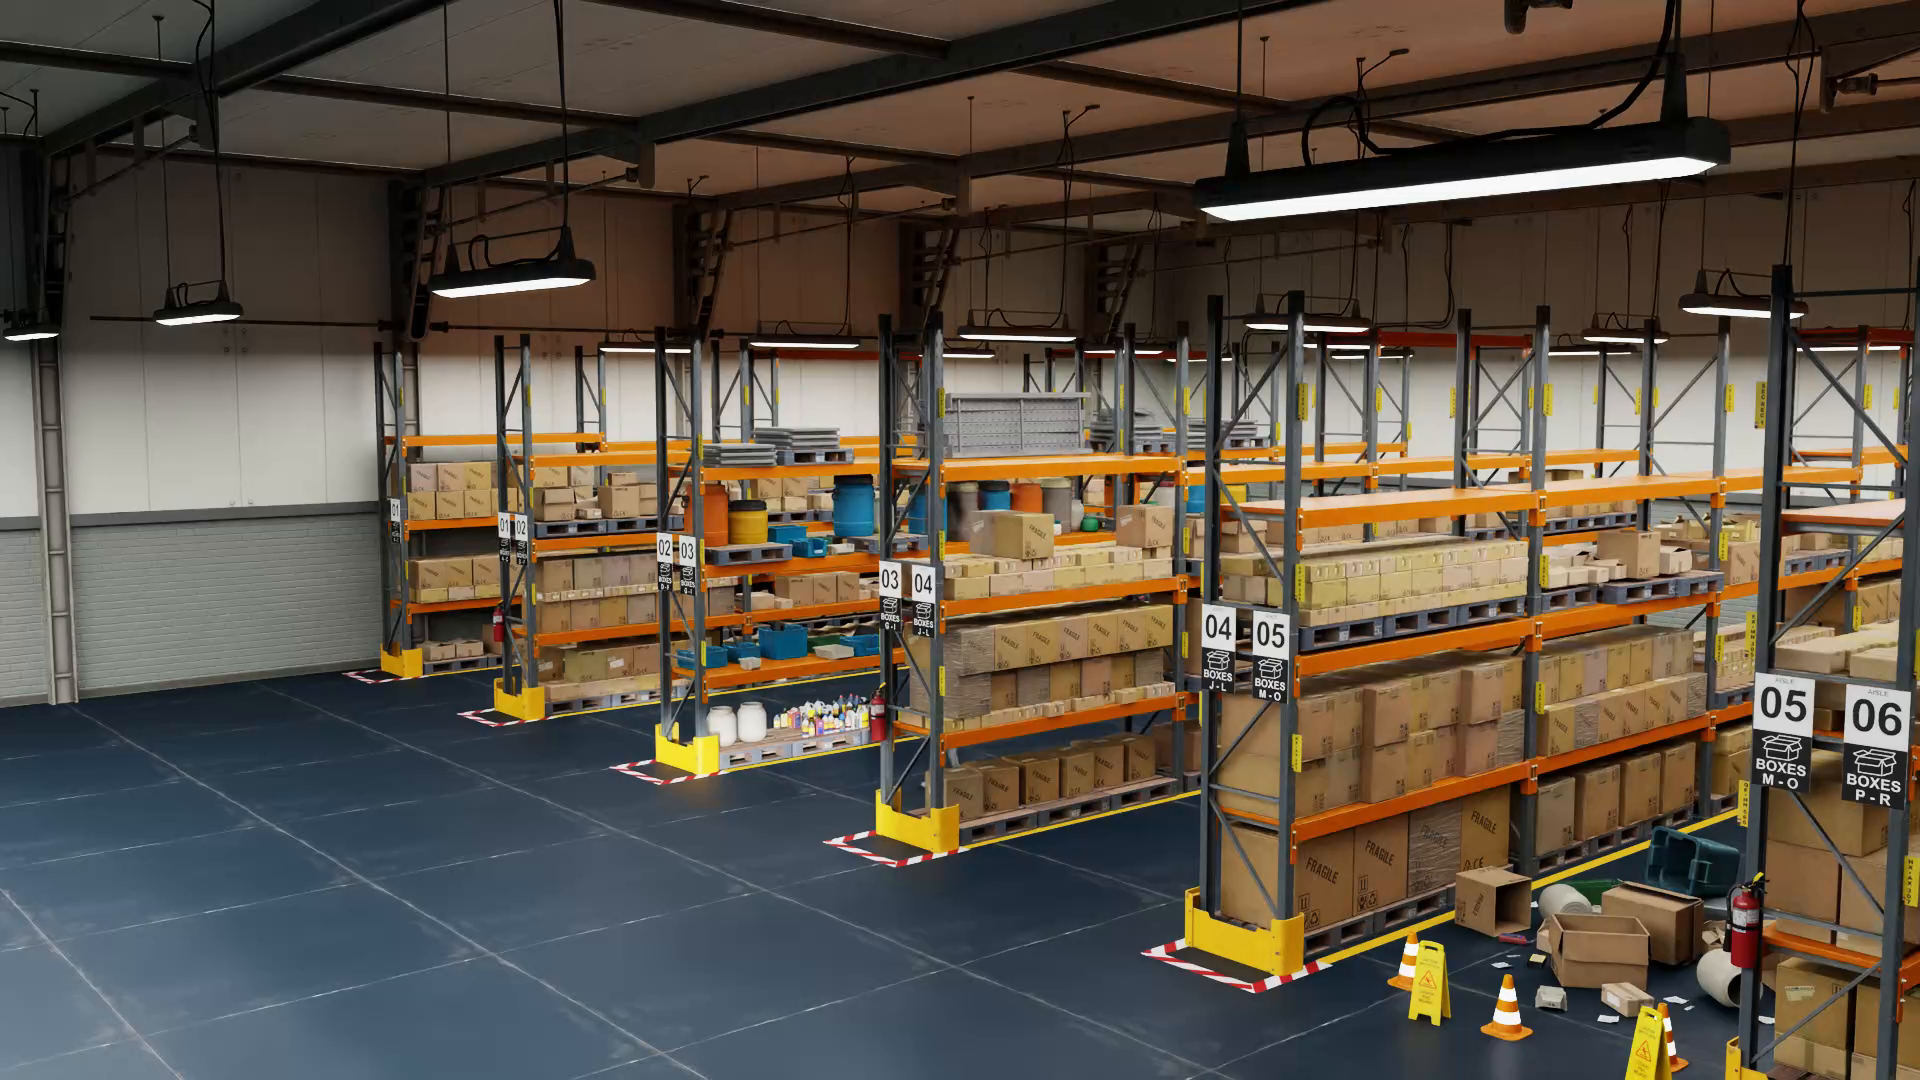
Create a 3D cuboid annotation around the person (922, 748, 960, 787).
[{"bbox_3d":[-0.236,2.359,21.589,0.398,1.693,0.542,5,7,42],"label":"person"}]
